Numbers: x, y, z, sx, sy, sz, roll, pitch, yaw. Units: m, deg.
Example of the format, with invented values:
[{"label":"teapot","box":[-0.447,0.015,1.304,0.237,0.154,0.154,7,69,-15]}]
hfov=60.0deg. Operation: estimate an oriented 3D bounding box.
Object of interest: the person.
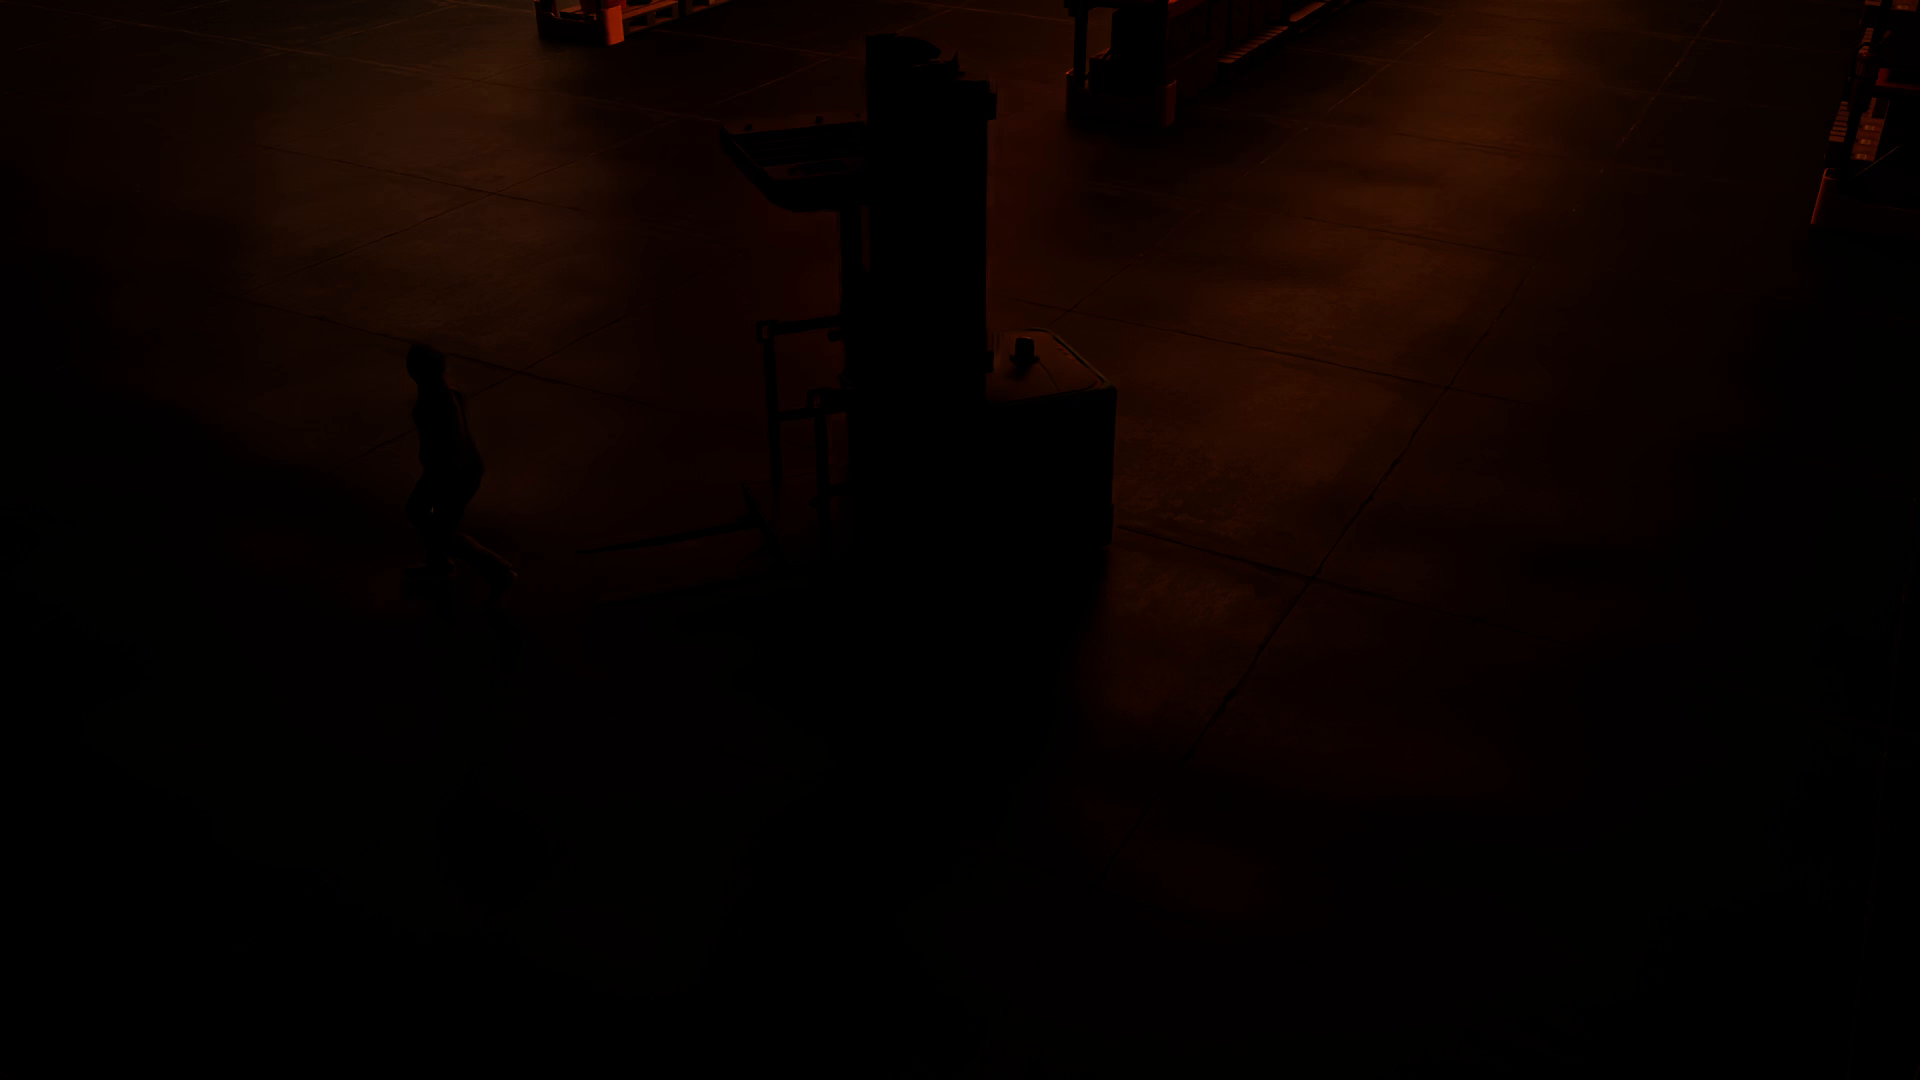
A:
[{"label":"person","box":[-2.844,-0.358,9.146,0.588,1.533,0.727,-12,32,-20]}]

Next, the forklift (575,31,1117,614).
[{"label":"forklift","box":[-0.667,-1.156,9.073,3.031,2.935,1.130,-11,32,-18]}]
